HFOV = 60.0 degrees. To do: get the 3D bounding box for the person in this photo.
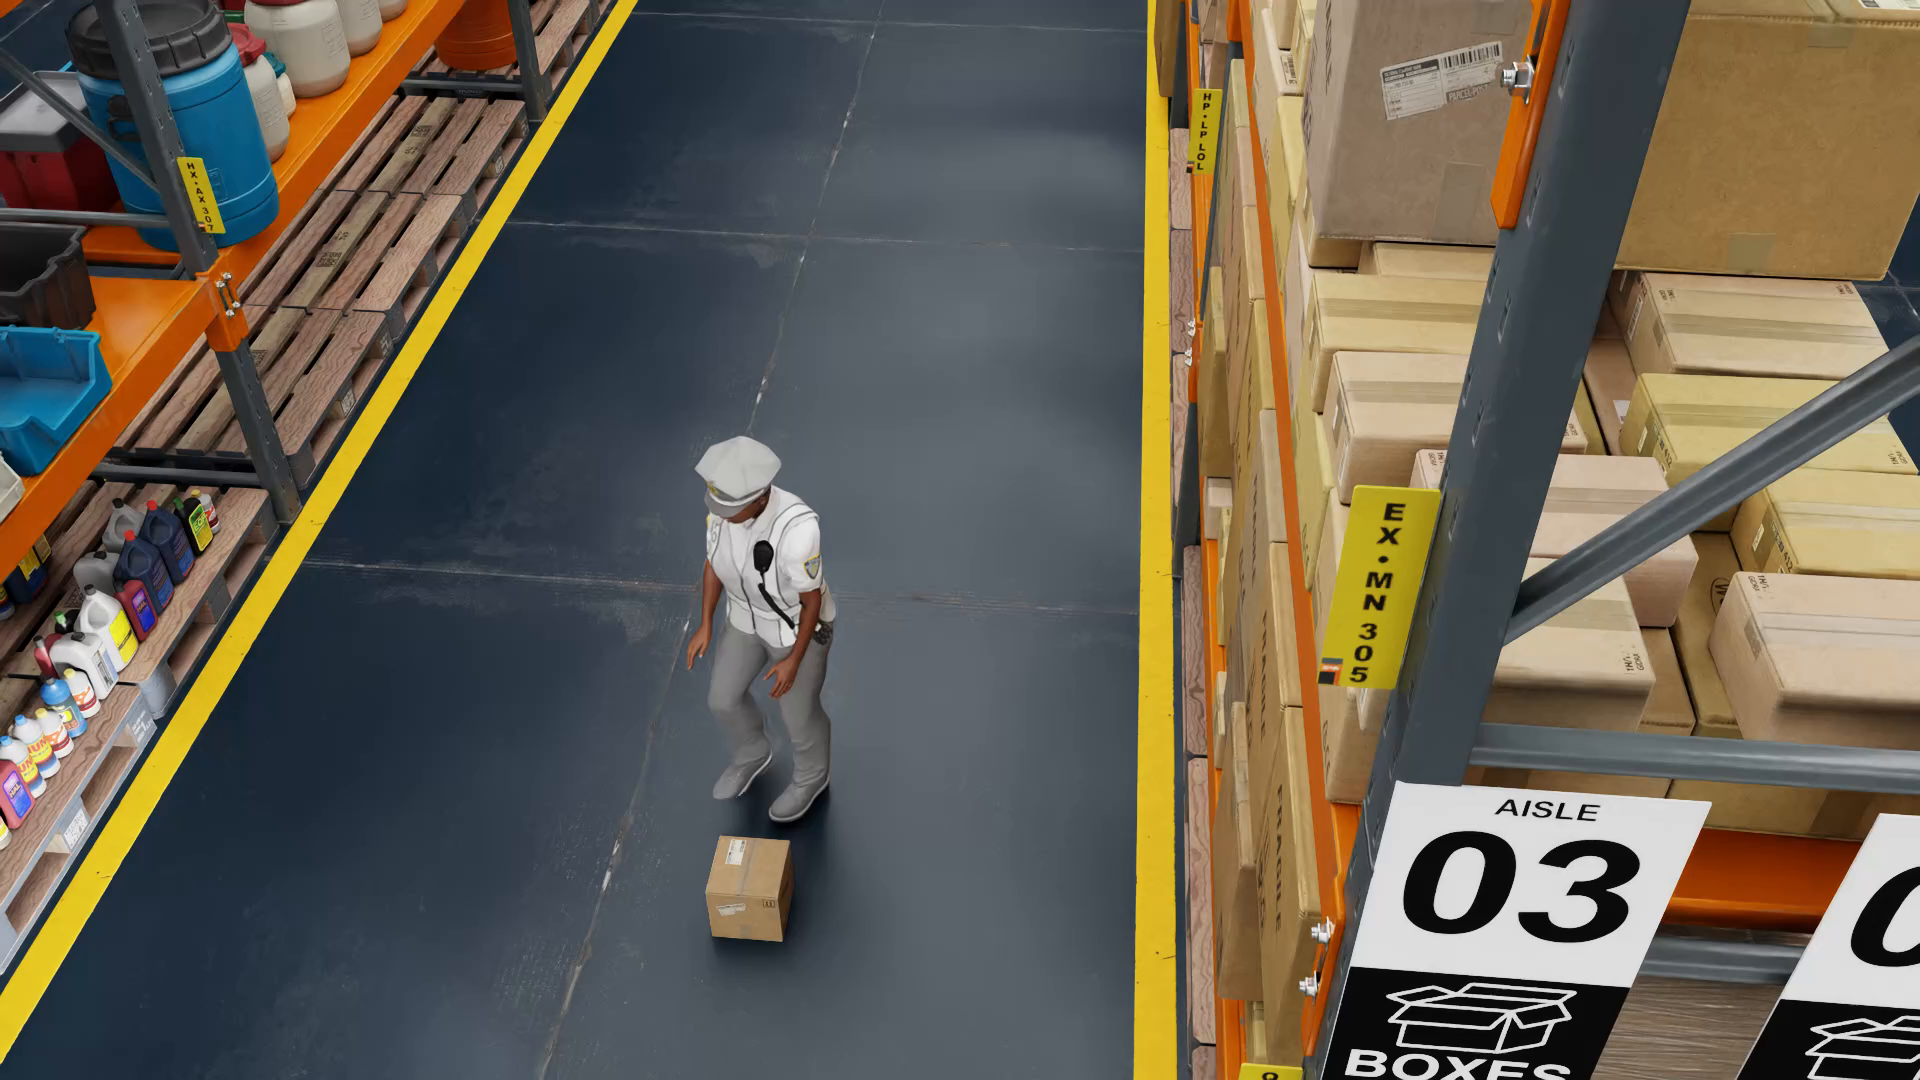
[{"bbox_3d":[-0.679,0.347,5.772,0.487,1.714,0.449,24,46,25],"label":"person"}]
